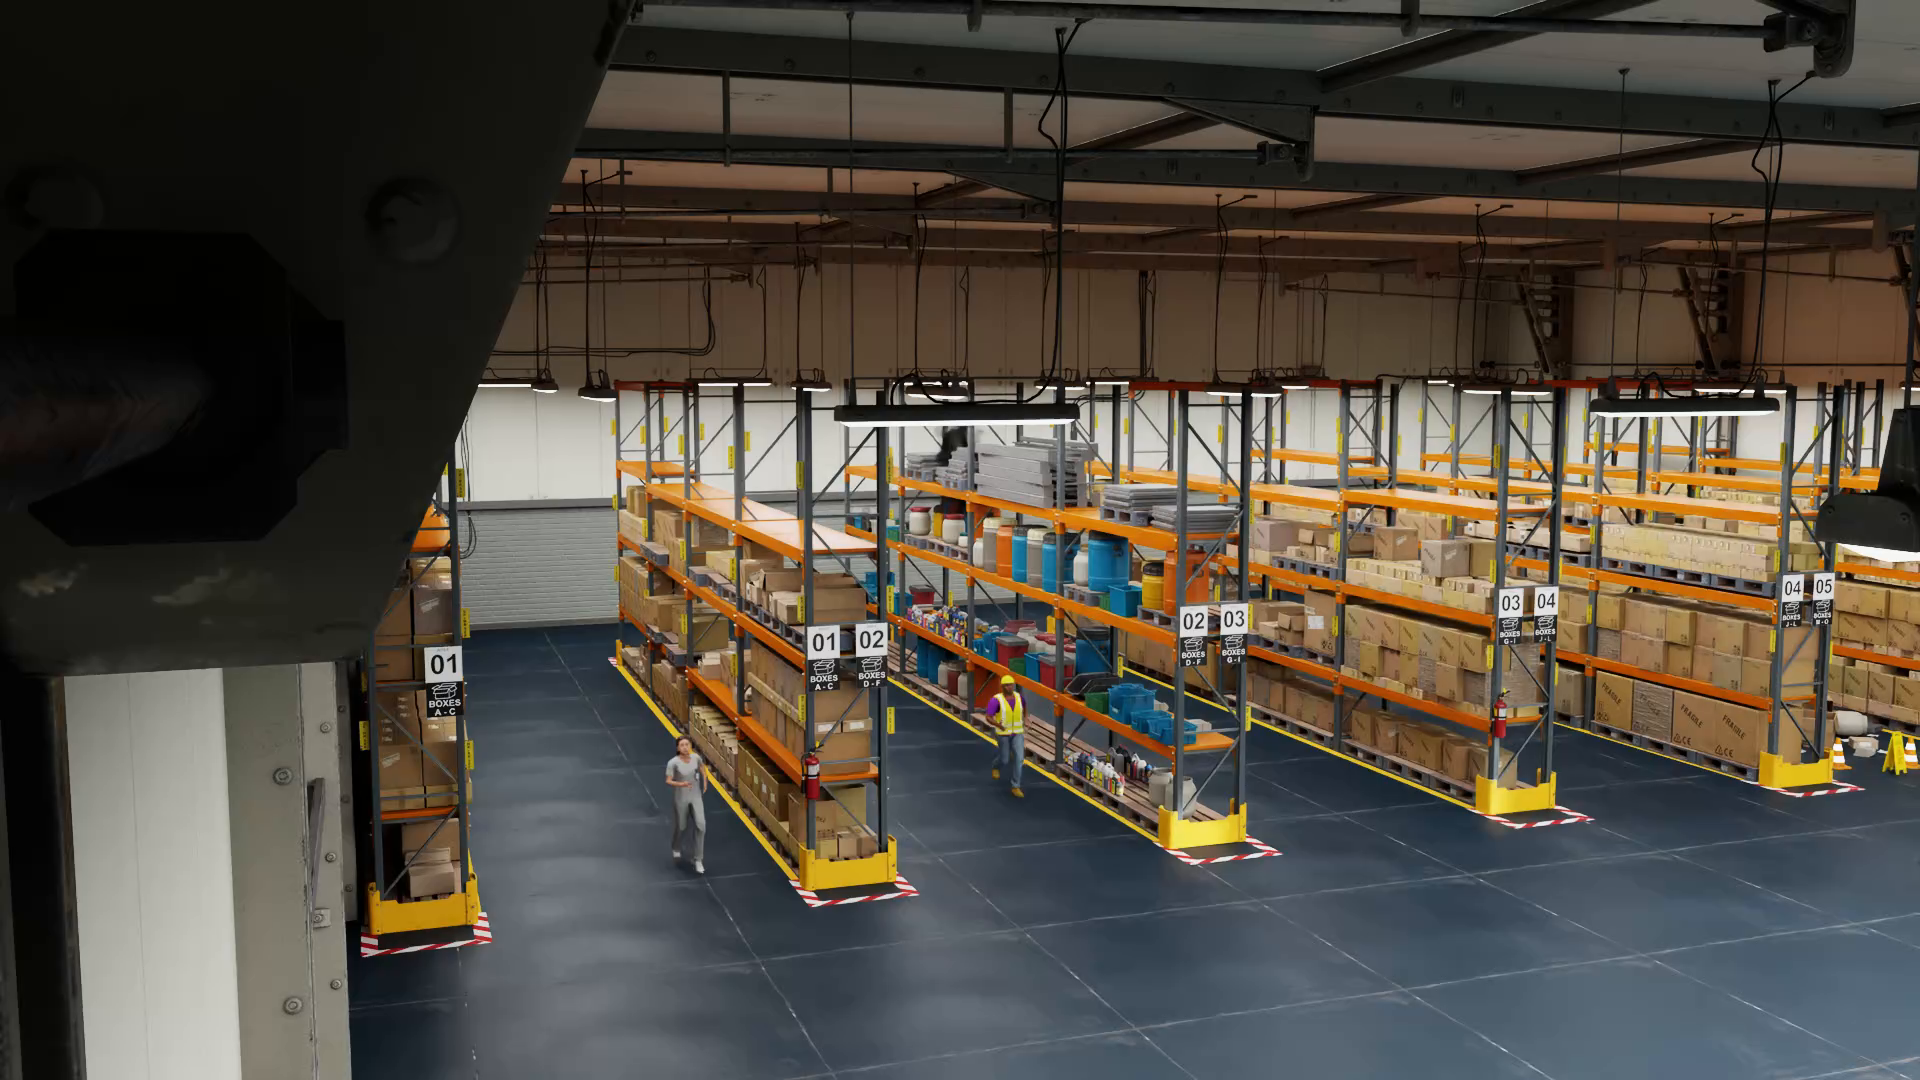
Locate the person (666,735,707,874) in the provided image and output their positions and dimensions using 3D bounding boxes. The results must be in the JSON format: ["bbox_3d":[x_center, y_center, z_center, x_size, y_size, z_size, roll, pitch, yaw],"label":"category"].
[{"bbox_3d":[-3.436,3.302,20.984,0.570,1.698,0.825,-3,7,-24],"label":"person"}]

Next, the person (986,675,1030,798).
[{"bbox_3d":[0.738,2.872,24.628,0.712,1.754,0.896,-2,6,-20],"label":"person"}]
